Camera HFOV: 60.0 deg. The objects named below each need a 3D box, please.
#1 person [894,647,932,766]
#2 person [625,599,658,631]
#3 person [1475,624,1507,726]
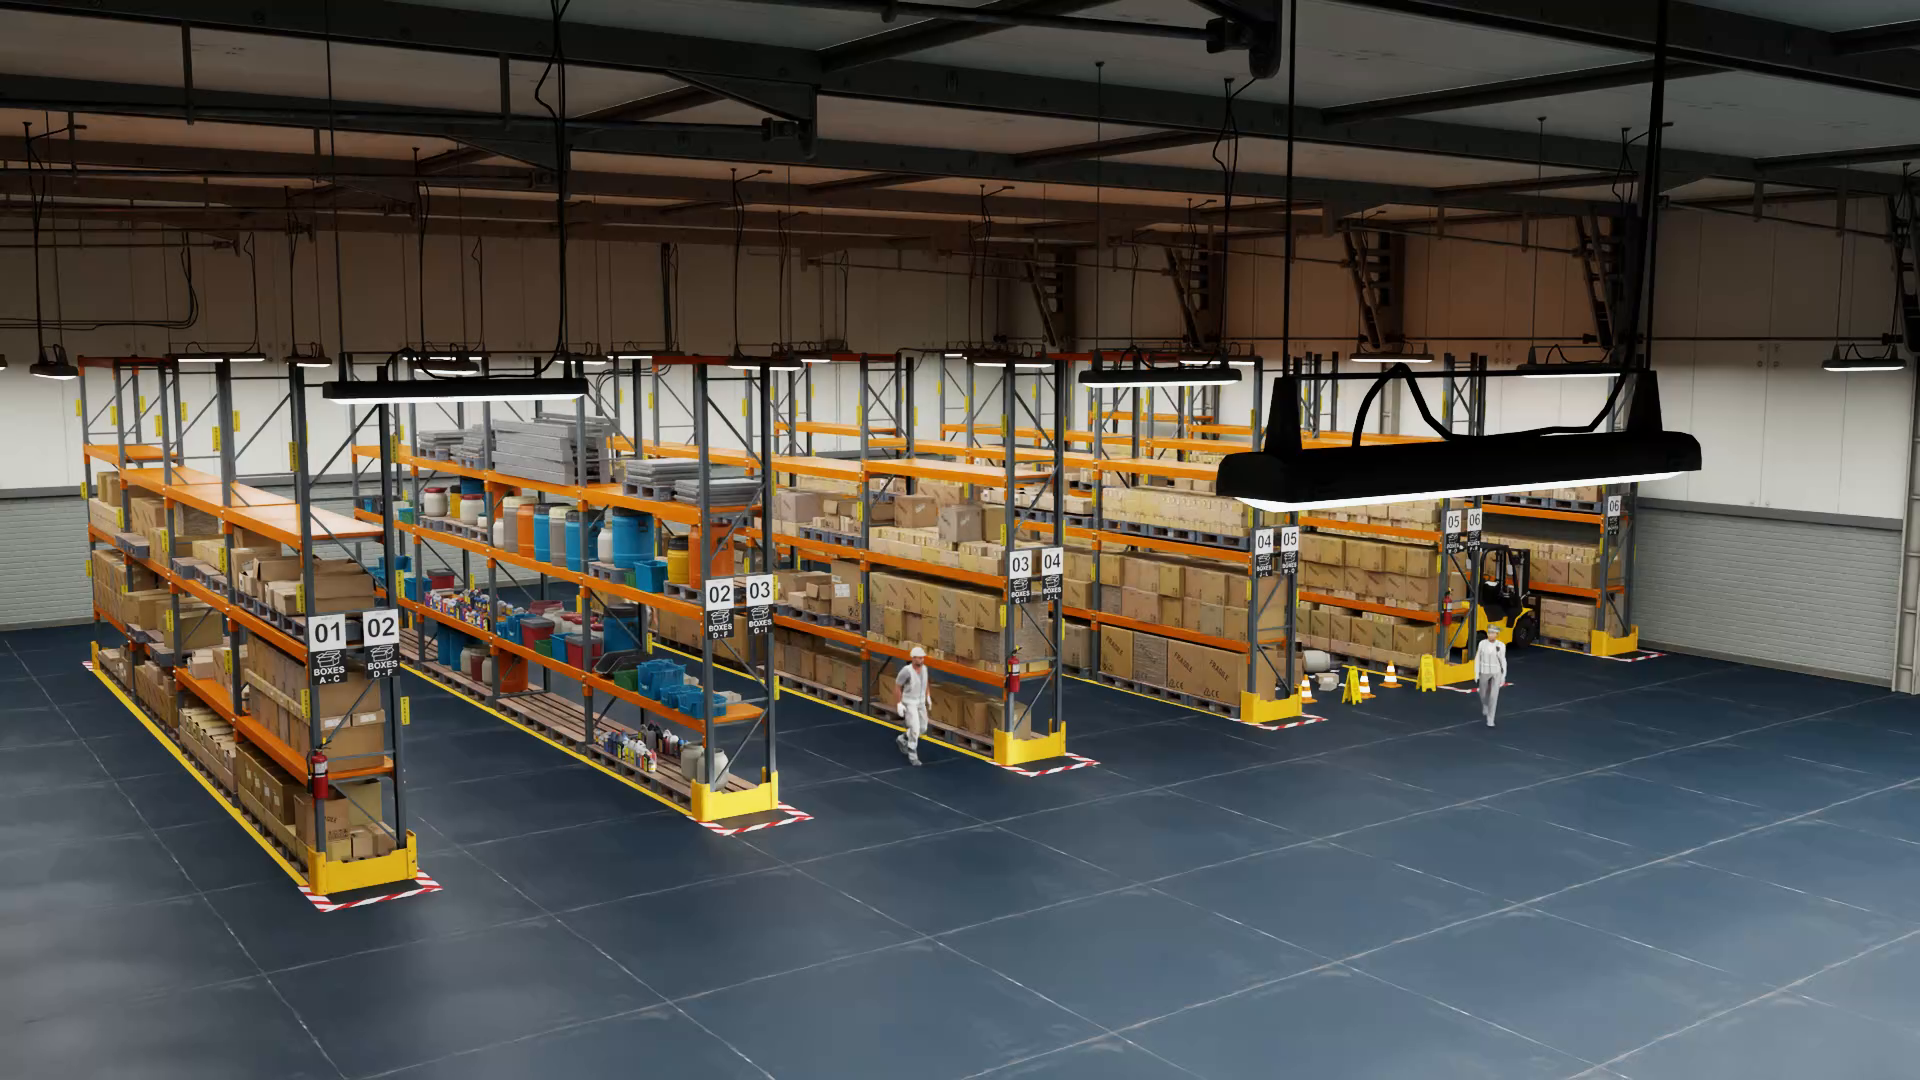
[{"bbox_3d":[-0.755,2.452,24.882,0.689,1.767,0.628,6,9,42],"label":"person"},{"bbox_3d":[-6.226,1.537,32.417,0.596,1.703,1.074,-5,8,-34],"label":"person"},{"bbox_3d":[8.733,2.179,27.363,0.497,1.654,0.814,3,7,20],"label":"person"}]
